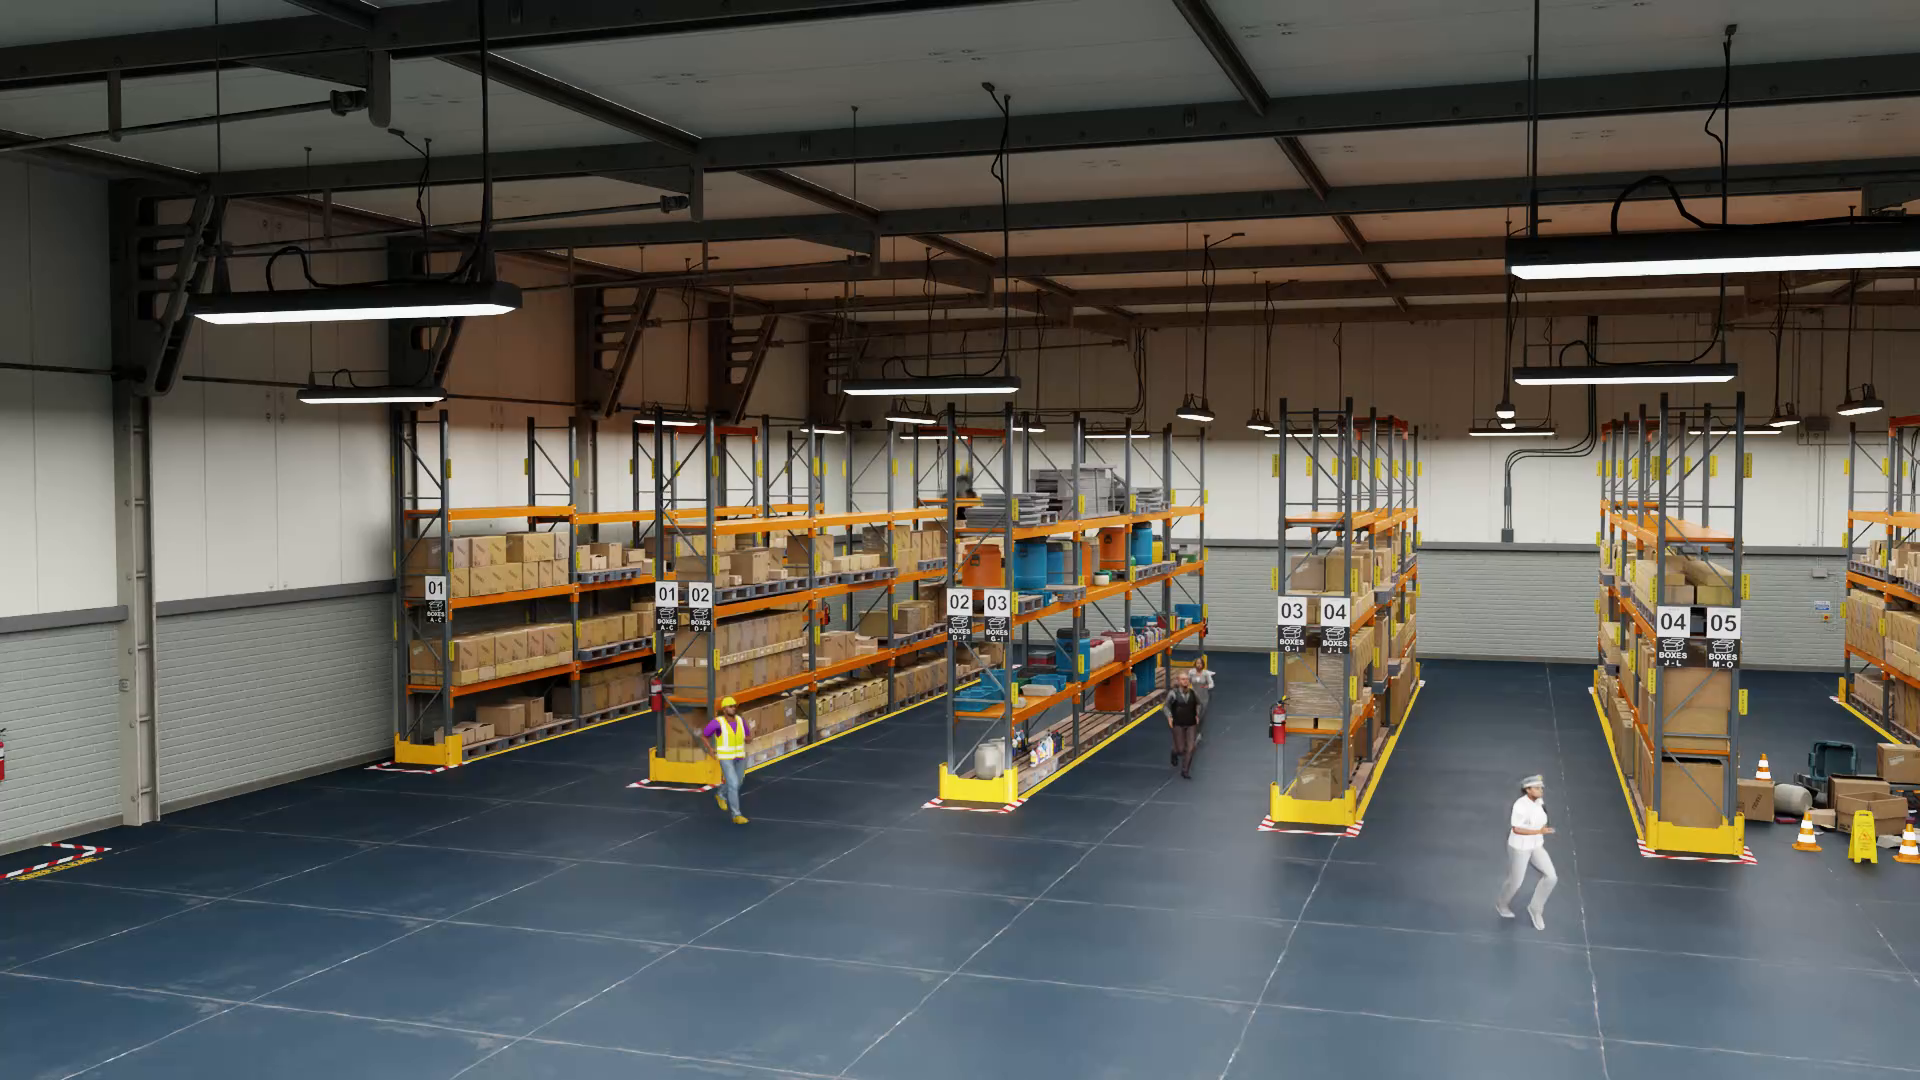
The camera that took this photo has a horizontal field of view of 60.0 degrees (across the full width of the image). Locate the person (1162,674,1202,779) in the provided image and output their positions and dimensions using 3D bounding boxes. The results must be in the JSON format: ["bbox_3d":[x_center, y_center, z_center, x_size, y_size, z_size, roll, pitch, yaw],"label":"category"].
[{"bbox_3d":[3.631,3.010,27.054,0.664,1.683,0.625,0,2,-7],"label":"person"}]

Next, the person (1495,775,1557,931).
[{"bbox_3d":[6.191,3.383,18.180,0.601,1.704,0.817,-1,3,-30],"label":"person"}]

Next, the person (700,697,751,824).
[{"bbox_3d":[-3.264,3.101,23.600,0.711,1.748,0.955,-2,3,-41],"label":"person"}]

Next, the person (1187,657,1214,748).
[{"bbox_3d":[4.335,2.925,30.094,0.515,1.628,0.760,0,2,6],"label":"person"}]
